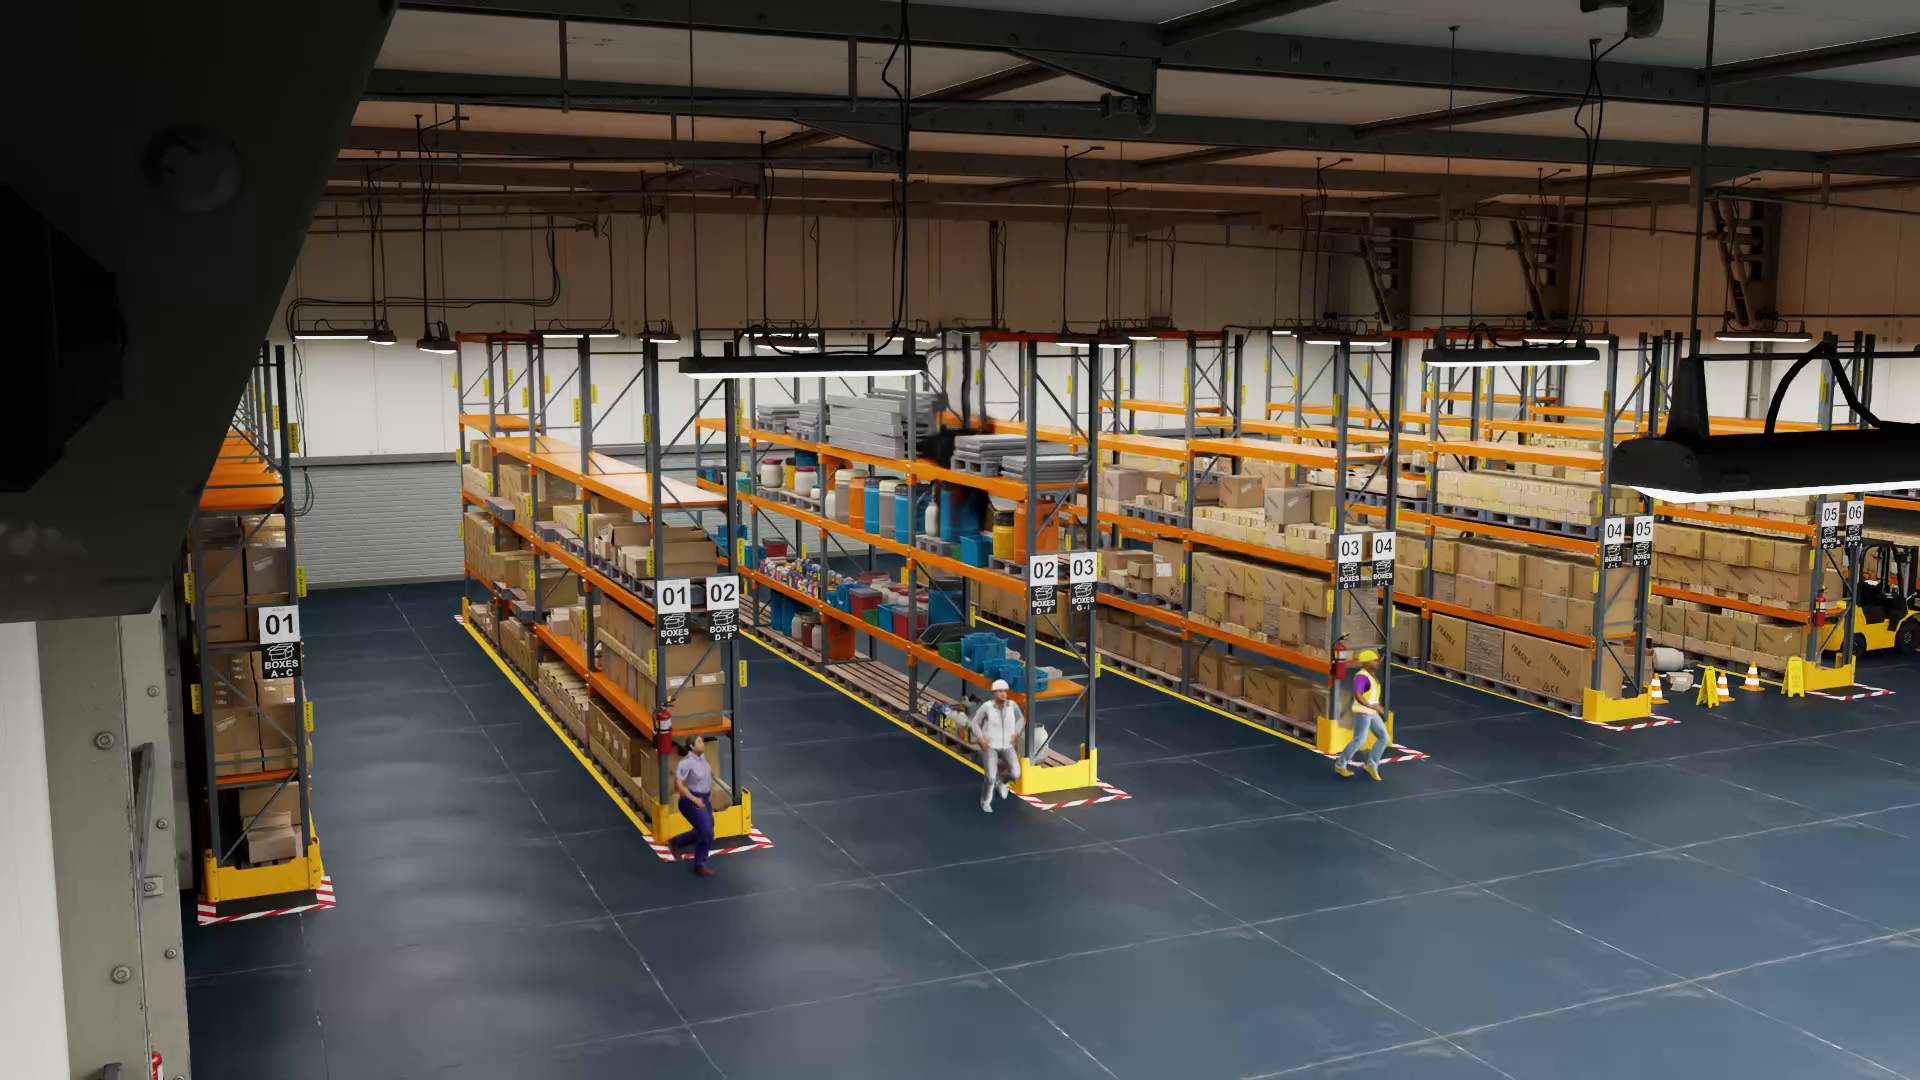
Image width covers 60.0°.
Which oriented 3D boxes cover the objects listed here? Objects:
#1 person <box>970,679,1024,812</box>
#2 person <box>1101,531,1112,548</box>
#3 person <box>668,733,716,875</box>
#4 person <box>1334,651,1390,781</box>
[{"bbox_3d":[0.526,2.658,21.357,0.737,1.755,0.525,-4,9,-25],"label":"person"},{"bbox_3d":[3.773,-0.125,41.863,0.782,1.691,0.579,-5,9,-35],"label":"person"},{"bbox_3d":[-3.056,3.007,19.013,0.598,1.606,0.636,2,8,14],"label":"person"},{"bbox_3d":[5.578,2.408,22.884,0.678,1.785,0.763,5,9,30],"label":"person"}]
